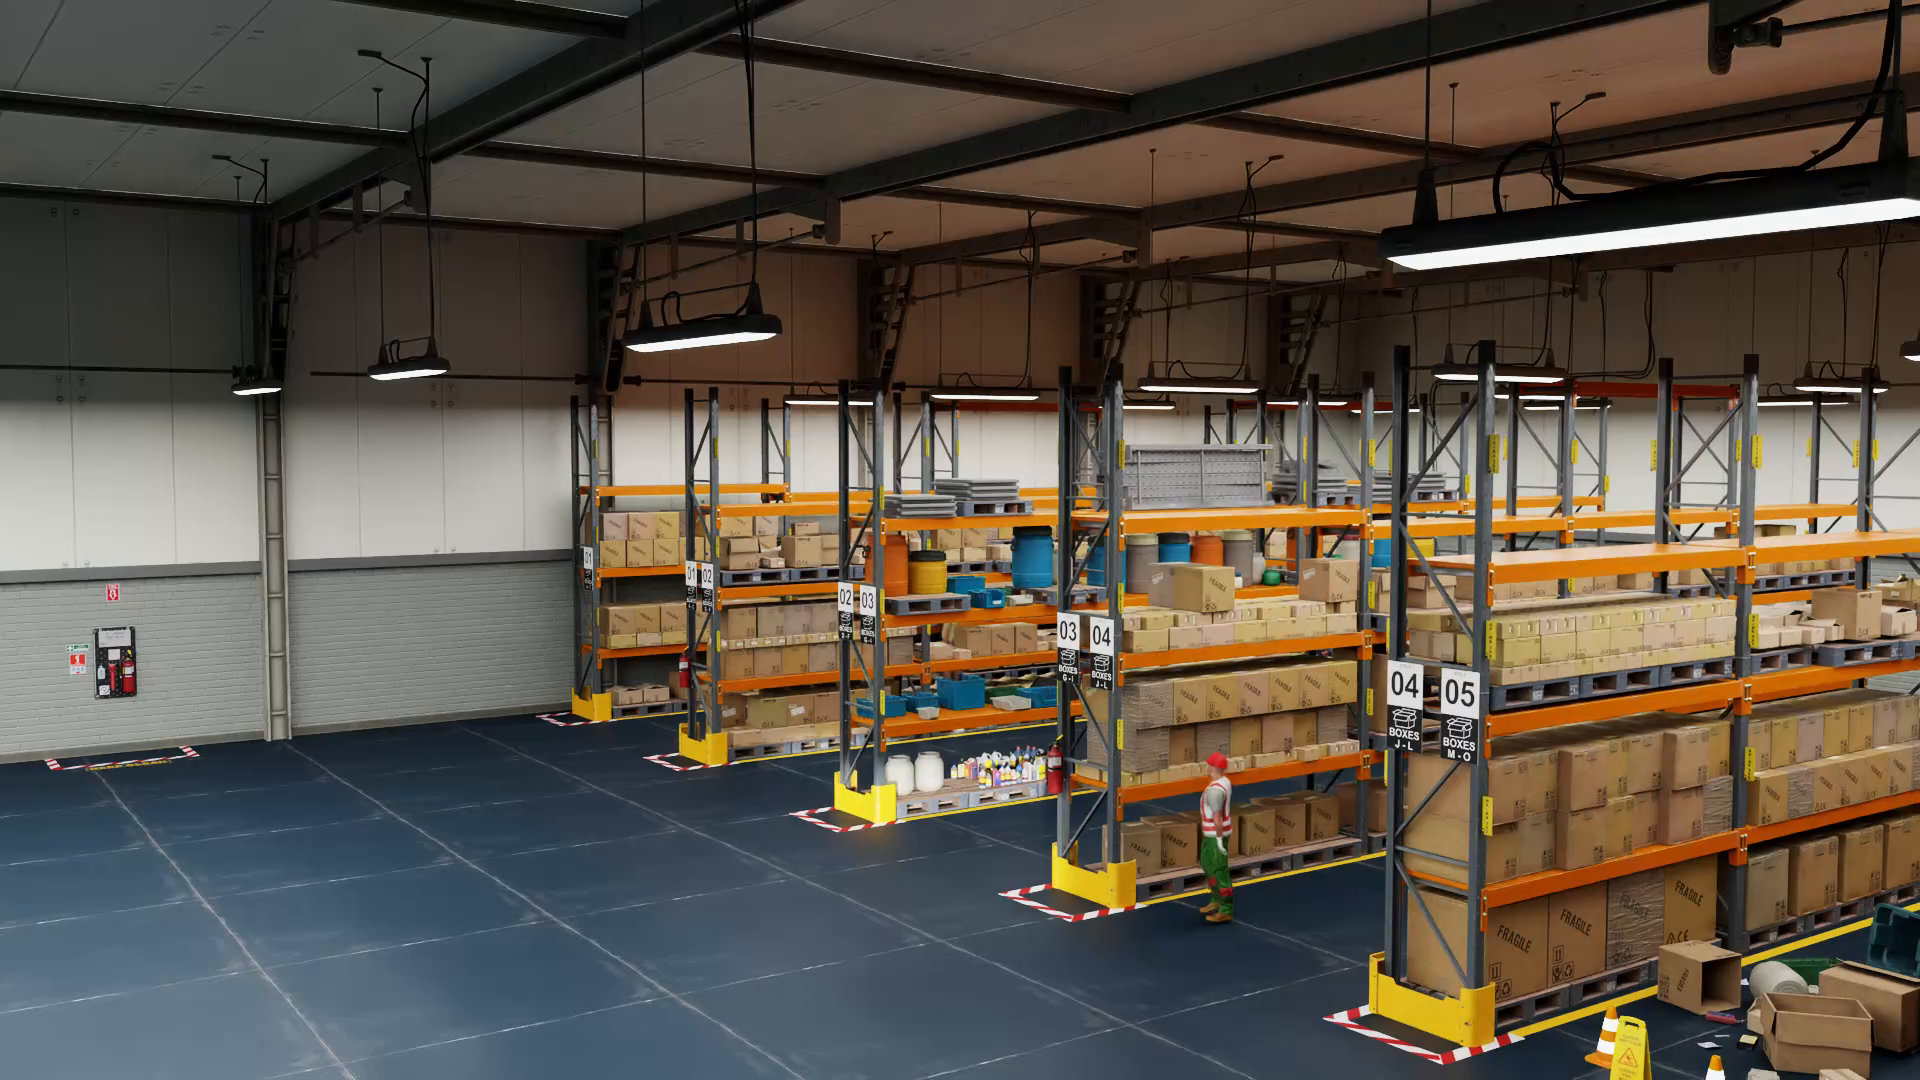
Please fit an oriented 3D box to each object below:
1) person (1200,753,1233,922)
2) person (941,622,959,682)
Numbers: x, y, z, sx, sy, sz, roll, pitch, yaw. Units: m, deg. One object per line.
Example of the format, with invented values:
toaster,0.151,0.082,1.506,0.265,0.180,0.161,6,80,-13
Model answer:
person,2.767,3.180,17.938,0.365,1.809,0.689,0,3,8
person,-0.216,2.103,33.800,0.399,1.676,0.474,2,4,35
